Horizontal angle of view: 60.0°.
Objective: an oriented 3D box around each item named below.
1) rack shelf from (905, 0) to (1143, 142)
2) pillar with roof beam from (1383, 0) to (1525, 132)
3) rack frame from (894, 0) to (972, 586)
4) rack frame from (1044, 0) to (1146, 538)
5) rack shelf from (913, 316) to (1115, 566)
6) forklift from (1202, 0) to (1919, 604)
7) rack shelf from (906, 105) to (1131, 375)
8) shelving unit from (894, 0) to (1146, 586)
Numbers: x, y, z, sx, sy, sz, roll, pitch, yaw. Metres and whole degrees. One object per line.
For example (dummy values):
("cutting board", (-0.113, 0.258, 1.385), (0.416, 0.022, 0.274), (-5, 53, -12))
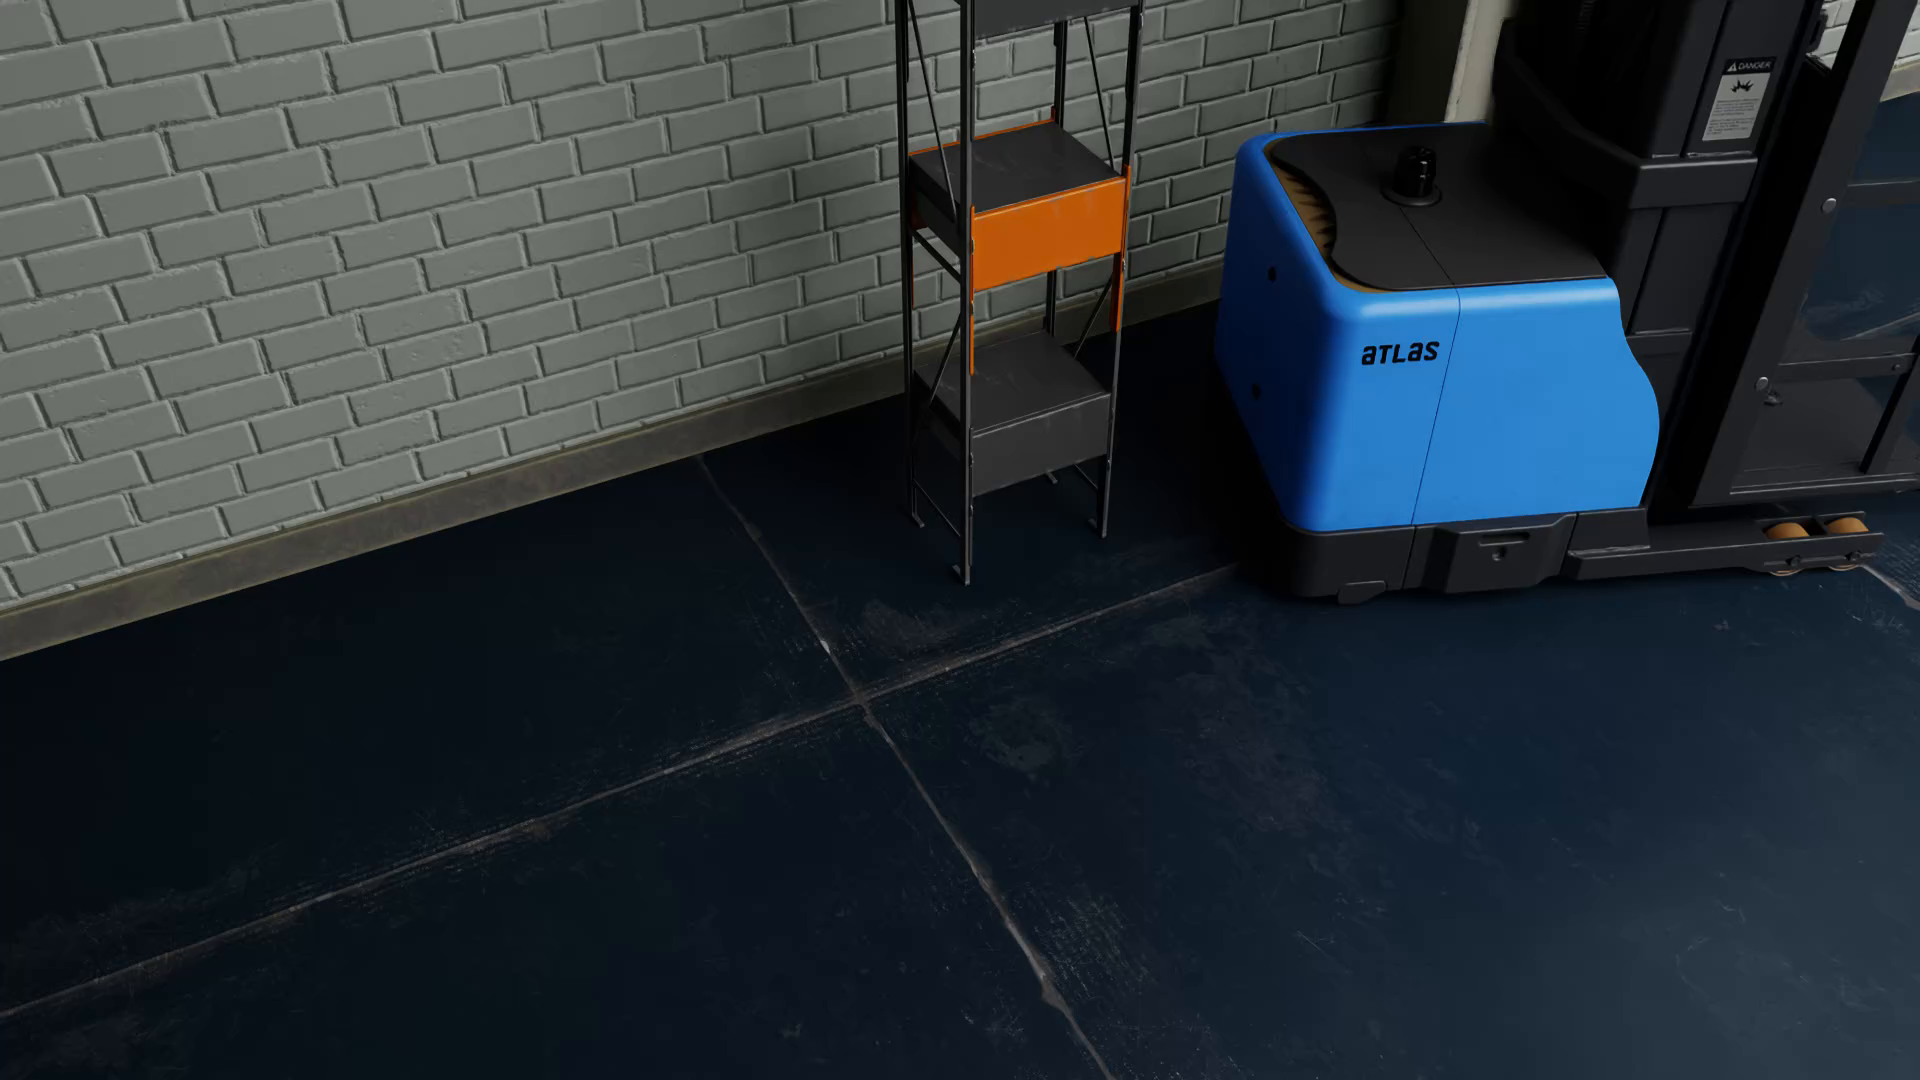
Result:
("rack shelf", (0.147, -1.375, 4.187), (0.480, 0.518, 0.431), (-19, 44, -21))
("pillar with roof beam", (3.824, -2.087, 0.750), (0.400, 9.000, 9.100), (-19, 44, -21))
("rack frame", (-0.070, -0.778, 4.544), (0.015, 2.100, 0.400), (-19, 44, -21))
("rack frame", (0.363, -0.924, 4.716), (0.015, 2.100, 0.400), (-19, 44, -21))
("rack shelf", (0.147, -0.306, 5.091), (0.480, 0.518, 0.431), (-19, 44, -21))
("forklift", (2.380, -1.344, 4.569), (3.031, 2.935, 1.130), (-5, 40, -5))
("rack shelf", (0.147, -0.840, 4.639), (0.480, 0.518, 0.431), (-19, 44, -21))
("shelving unit", (0.147, -0.851, 4.630), (0.503, 2.100, 0.431), (-19, 44, -21))
